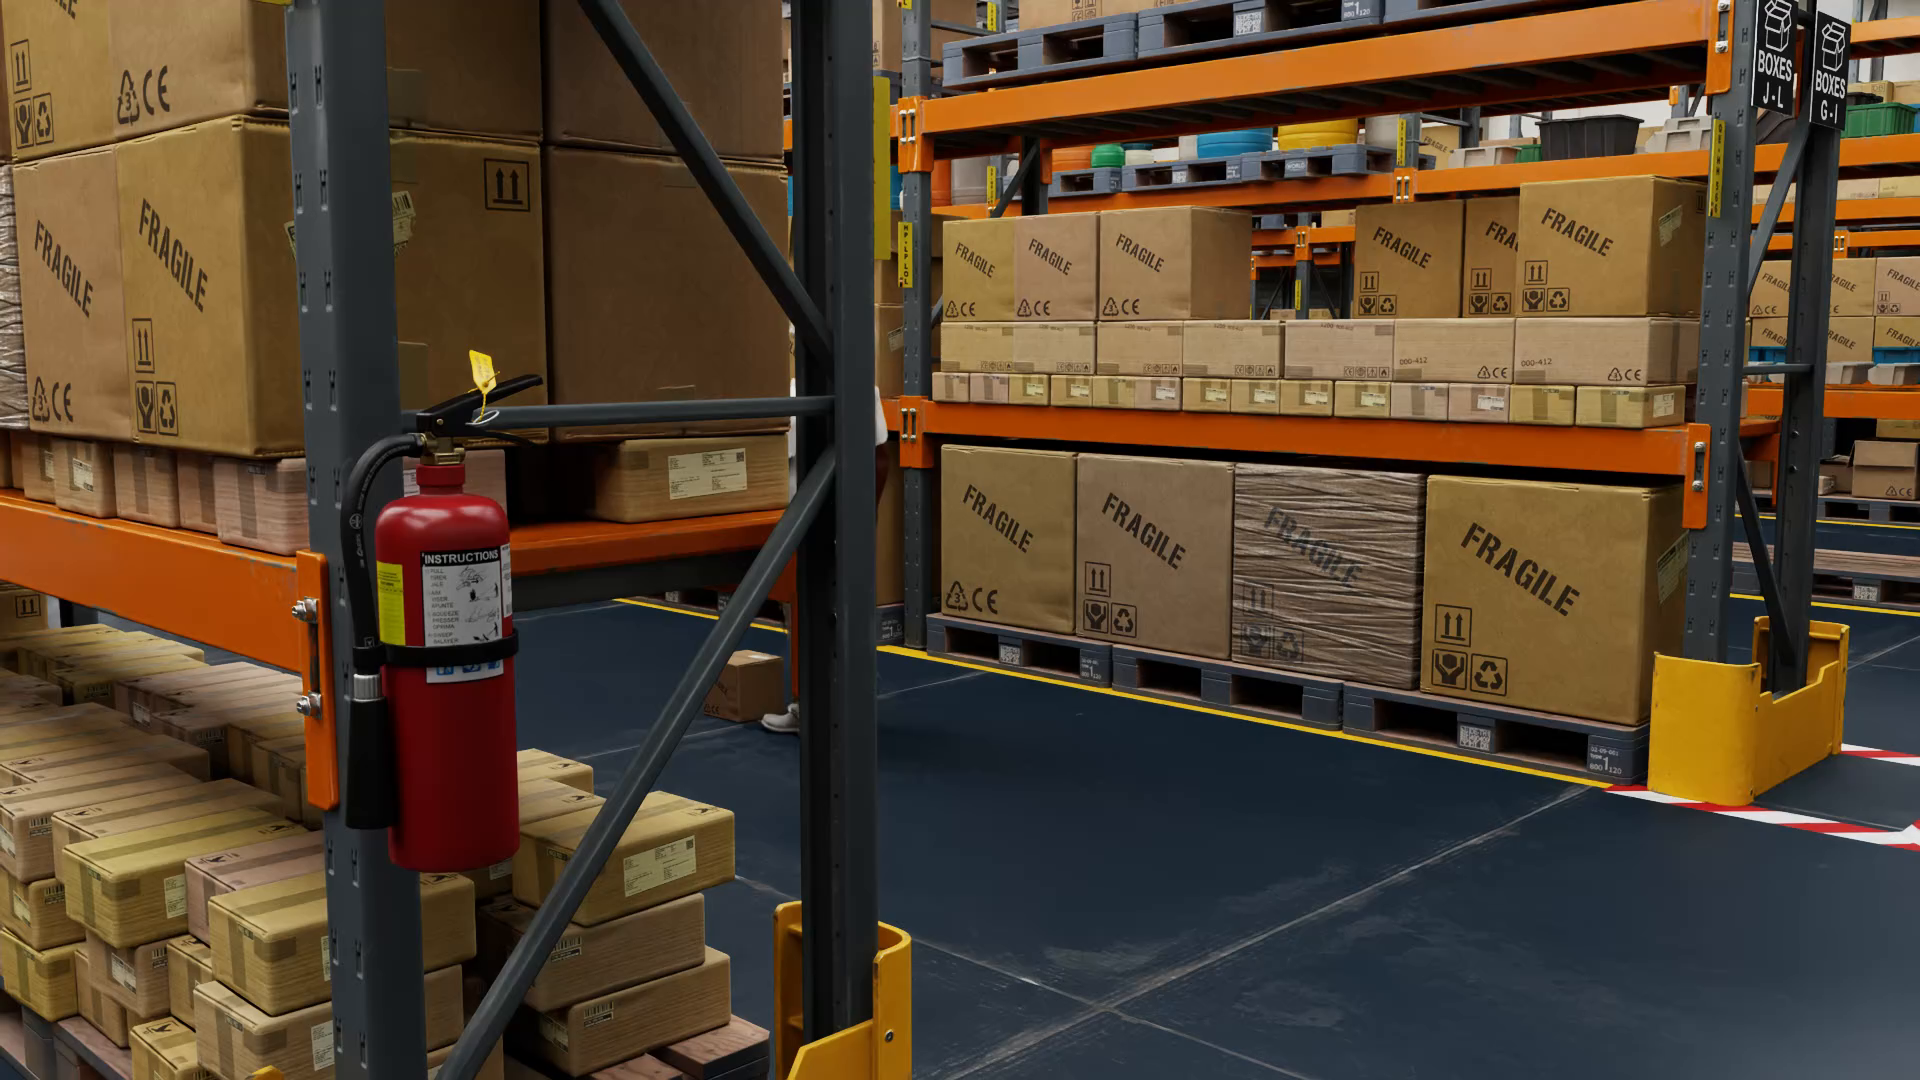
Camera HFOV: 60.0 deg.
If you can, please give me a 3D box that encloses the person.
[{"bbox_3d":[-0.613,-0.044,6.836,0.468,1.853,0.661,5,9,35],"label":"person"}]
